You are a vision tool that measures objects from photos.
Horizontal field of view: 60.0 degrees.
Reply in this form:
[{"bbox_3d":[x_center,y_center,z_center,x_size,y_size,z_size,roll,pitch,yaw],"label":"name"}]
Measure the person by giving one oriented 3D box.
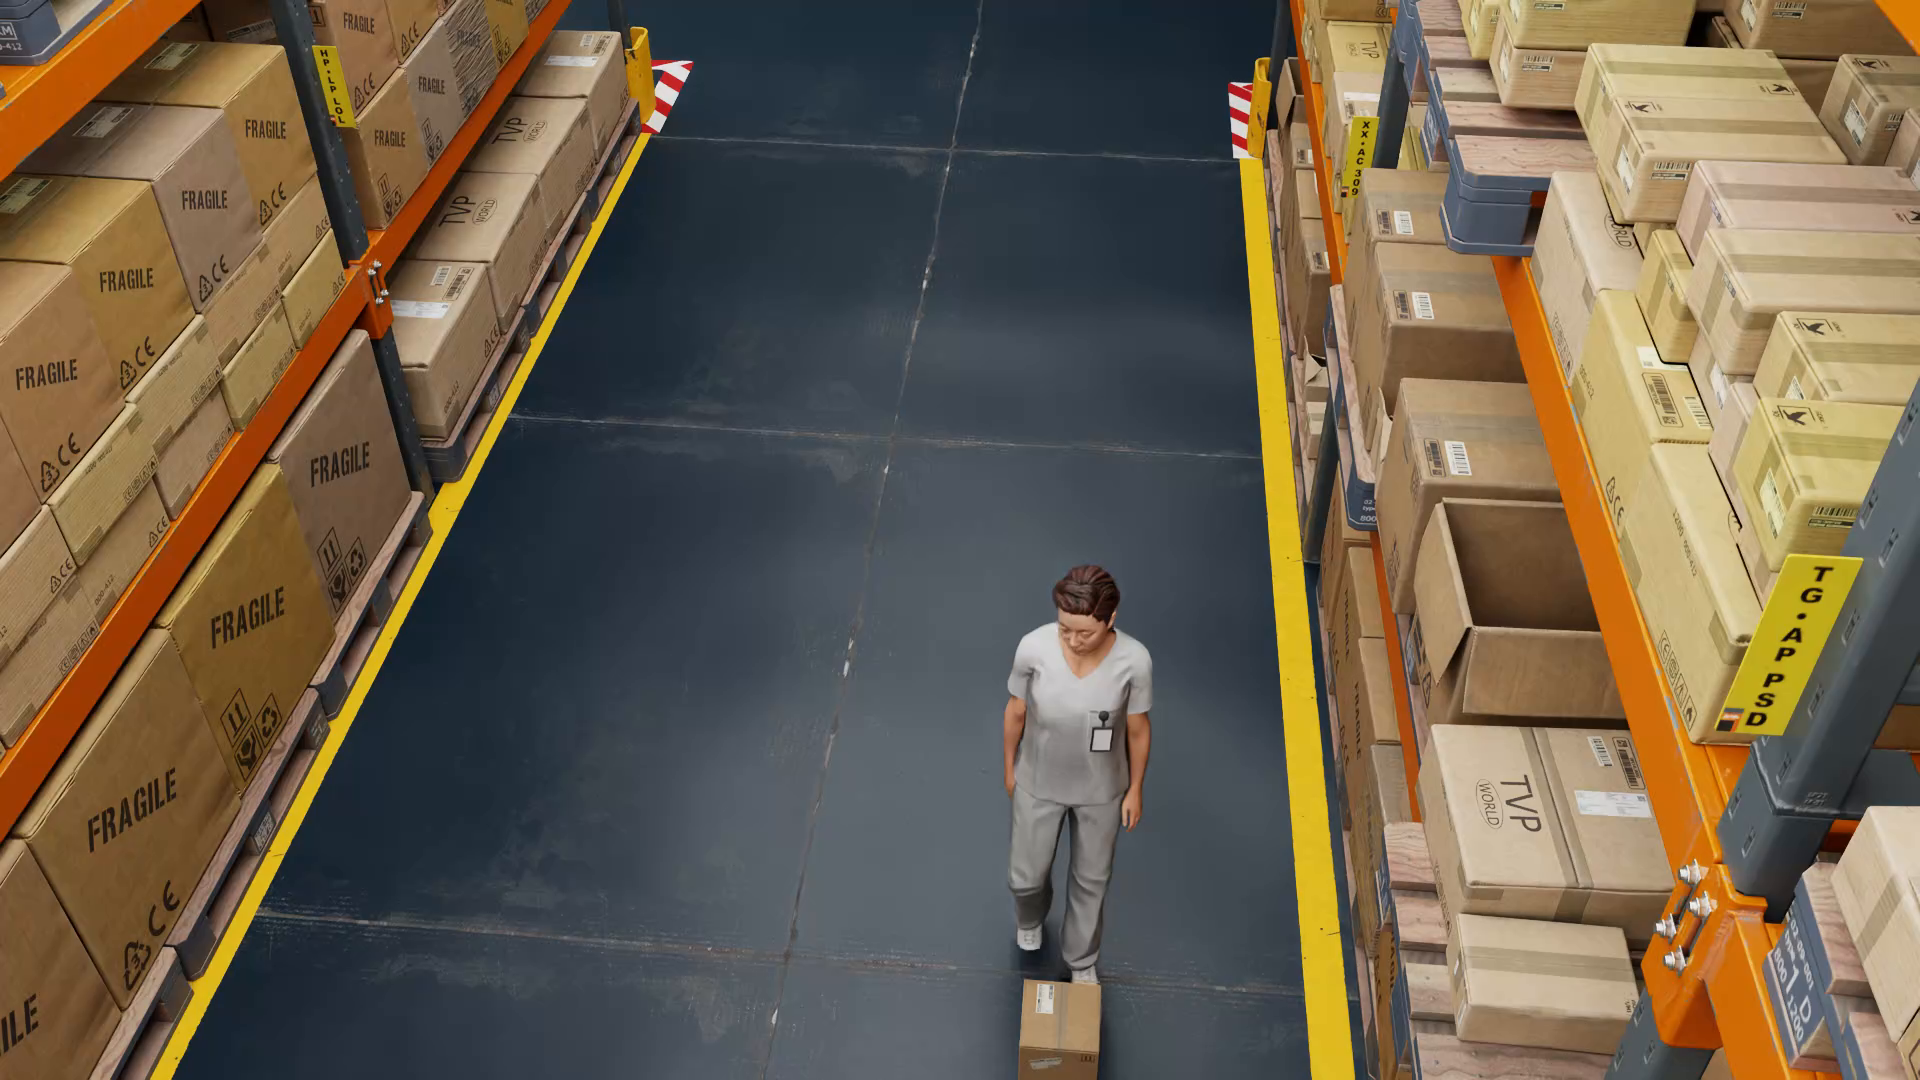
[{"bbox_3d":[0.357,0.814,5.245,0.456,1.746,0.530,3,40,3],"label":"person"}]
